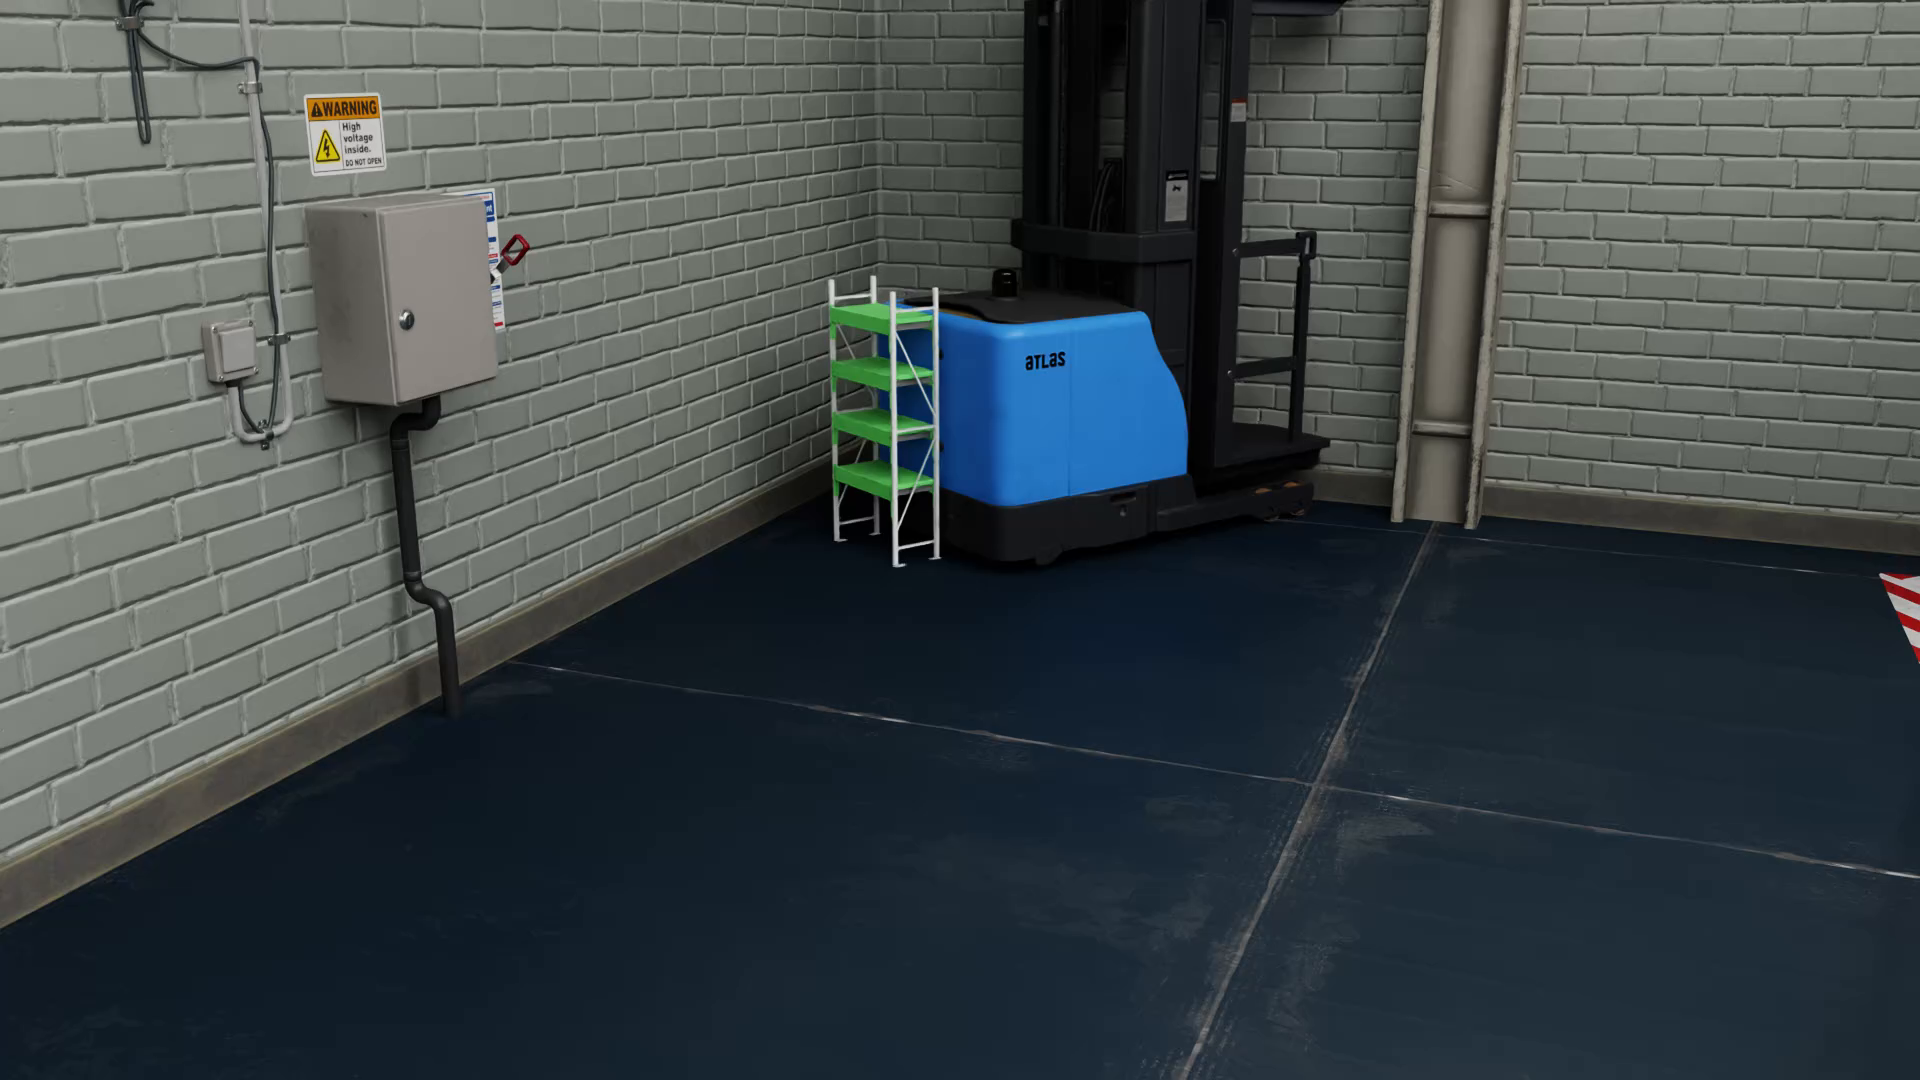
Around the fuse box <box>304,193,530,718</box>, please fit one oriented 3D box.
[{"bbox_3d":[-1.683,-0.234,5.412,0.414,1.711,0.539,6,17,21],"label":"fuse box"}]

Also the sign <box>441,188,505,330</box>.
[{"bbox_3d":[-1.695,-0.957,5.760,0.001,0.494,0.329,6,17,21],"label":"sign"}]

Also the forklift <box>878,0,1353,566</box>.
[{"bbox_3d":[1.104,-1.598,7.921,3.031,2.935,1.130,-11,20,-34],"label":"forklift"}]

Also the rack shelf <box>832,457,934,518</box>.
[{"bbox_3d":[-0.335,-0.239,7.434,0.258,0.148,0.480,-11,20,-34],"label":"rack shelf"}]

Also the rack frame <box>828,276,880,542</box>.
[{"bbox_3d":[-0.477,-0.586,7.540,0.240,1.200,0.015,-11,20,-34],"label":"rack frame"}]

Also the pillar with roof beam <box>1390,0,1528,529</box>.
[{"bbox_3d":[0.725,-3.314,2.950,0.400,9.000,9.100,6,17,21],"label":"pillar with roof beam"}]

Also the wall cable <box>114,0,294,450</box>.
[{"bbox_3d":[-2.080,-1.180,4.536,0.122,1.984,0.588,6,17,21],"label":"wall cable"}]

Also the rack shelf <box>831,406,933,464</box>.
[{"bbox_3d":[-0.335,-0.469,7.367,0.258,0.148,0.480,-11,20,-34],"label":"rack shelf"}]

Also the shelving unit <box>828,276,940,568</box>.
[{"bbox_3d":[-0.335,-0.531,7.349,0.258,1.200,0.503,-11,20,-34],"label":"shelving unit"}]

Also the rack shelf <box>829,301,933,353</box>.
[{"bbox_3d":[-0.335,-0.930,7.233,0.258,0.148,0.480,-11,20,-34],"label":"rack shelf"}]

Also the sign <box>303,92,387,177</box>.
[{"bbox_3d":[-1.896,-1.257,5.141,0.001,0.242,0.339,6,17,21],"label":"sign"}]

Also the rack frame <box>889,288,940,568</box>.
[{"bbox_3d":[-0.193,-0.475,7.159,0.240,1.200,0.015,-11,20,-34],"label":"rack frame"}]

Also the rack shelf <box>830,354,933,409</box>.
[{"bbox_3d":[-0.335,-0.700,7.300,0.258,0.148,0.480,-11,20,-34],"label":"rack shelf"}]
